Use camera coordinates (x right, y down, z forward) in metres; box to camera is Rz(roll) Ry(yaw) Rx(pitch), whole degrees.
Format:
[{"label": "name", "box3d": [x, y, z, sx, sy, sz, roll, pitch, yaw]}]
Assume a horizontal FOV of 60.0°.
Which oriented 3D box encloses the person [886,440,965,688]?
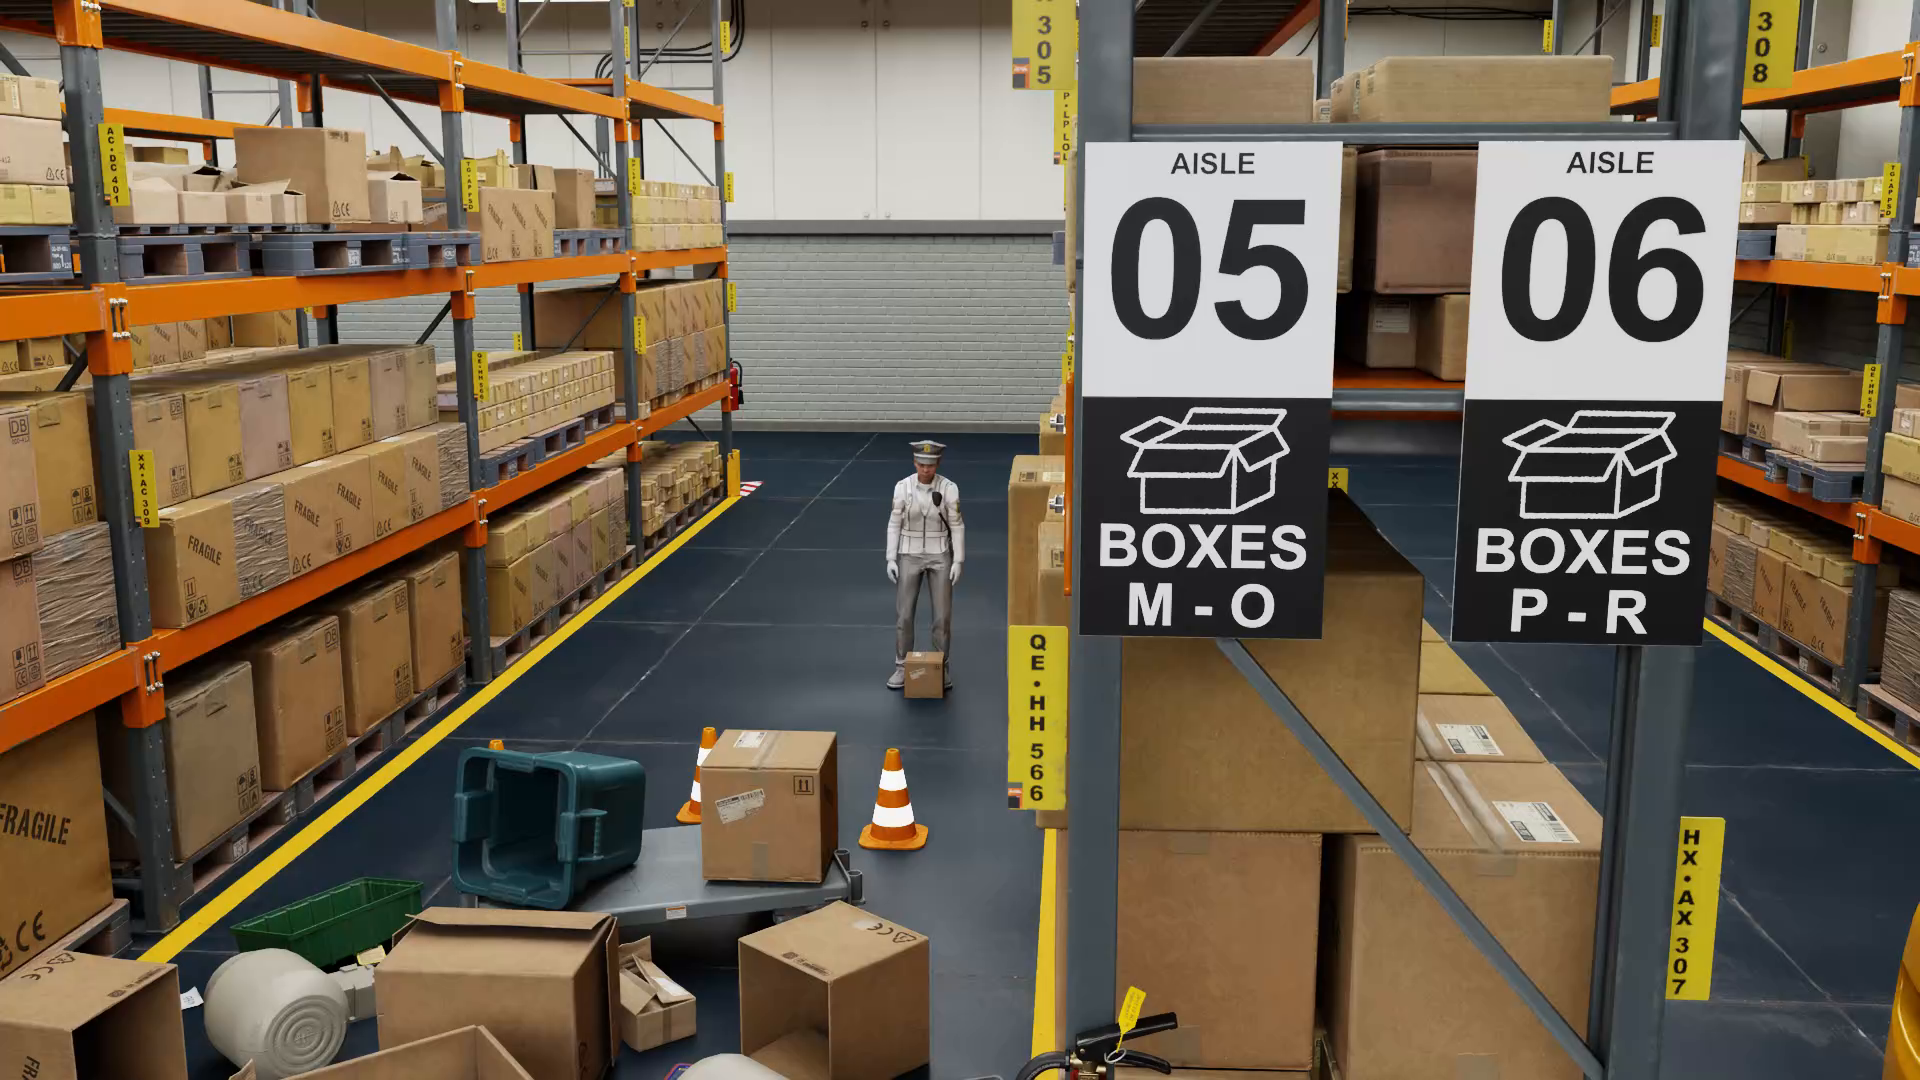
[{"label": "person", "box3d": [-0.232, 0.154, 11.117, 0.526, 1.662, 0.375, 1, 11, 3]}]
